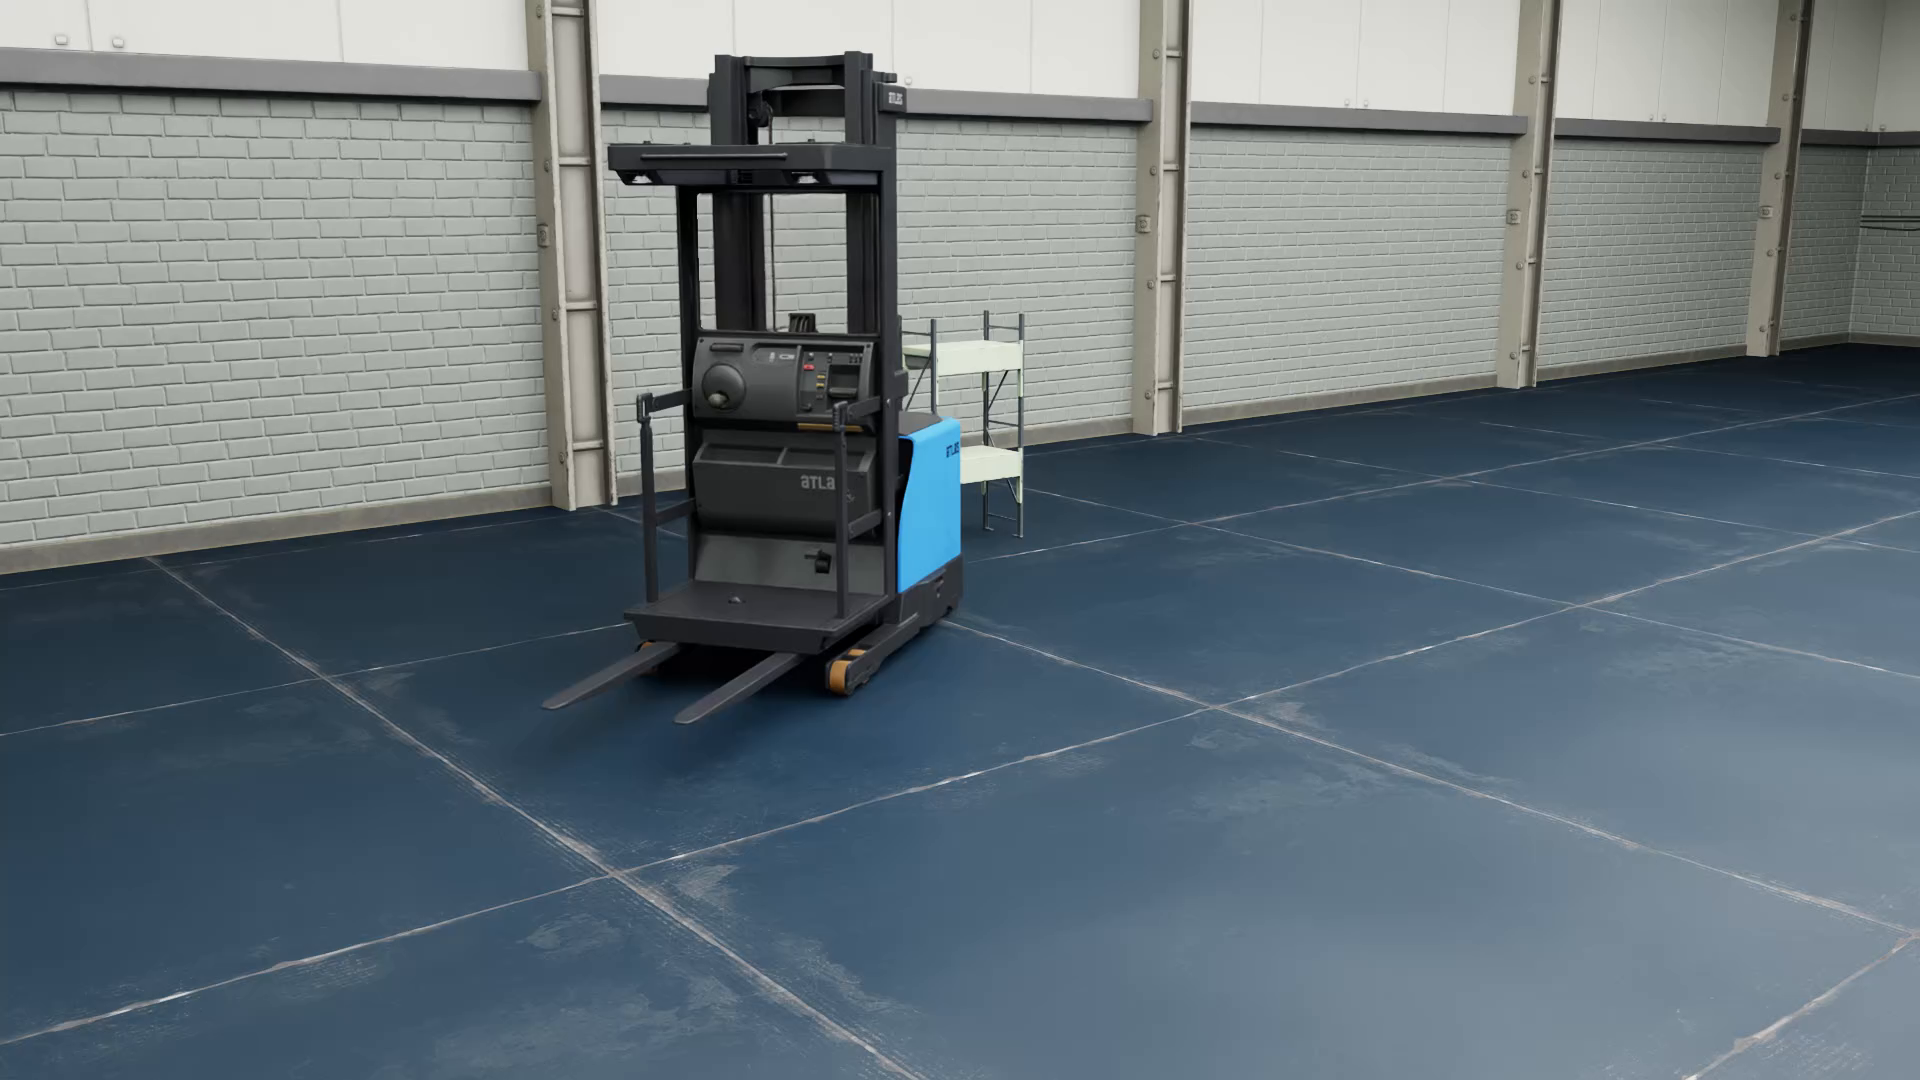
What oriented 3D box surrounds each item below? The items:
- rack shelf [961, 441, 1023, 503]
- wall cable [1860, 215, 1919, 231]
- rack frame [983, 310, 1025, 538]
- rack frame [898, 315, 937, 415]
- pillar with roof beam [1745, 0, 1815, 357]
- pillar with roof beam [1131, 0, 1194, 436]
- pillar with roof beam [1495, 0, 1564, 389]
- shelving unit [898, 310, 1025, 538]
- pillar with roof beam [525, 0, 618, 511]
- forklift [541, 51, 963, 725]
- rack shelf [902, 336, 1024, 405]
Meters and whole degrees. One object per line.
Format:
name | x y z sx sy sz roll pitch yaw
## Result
rack shelf | 0.005 -0.416 11.045 0.720 0.370 0.431 -9 15 -38
wall cable | 14.389 -5.650 23.547 0.112 2.526 3.097 -9 15 -38
rack frame | 0.291 -0.782 11.201 0.023 1.500 0.400 -9 15 -38
rack frame | -0.281 -0.687 10.753 0.023 1.500 0.400 -9 15 -38
pillar with roof beam | 13.952 -6.303 19.146 0.400 9.000 9.100 -9 15 -38
pillar with roof beam | 4.582 -4.746 11.813 0.400 9.000 9.100 -9 15 -38
pillar with roof beam | 9.267 -5.524 15.479 0.400 9.000 9.100 -9 15 -38
shelving unit | 0.005 -0.735 10.977 0.755 1.500 0.431 -9 15 -38
pillar with roof beam | -0.103 -3.967 8.146 0.400 9.000 9.100 -9 15 -38
forklift | -0.928 -0.805 7.866 1.130 2.935 3.031 4 13 18
rack shelf | 0.005 -1.116 10.896 0.720 0.370 0.431 -9 15 -38
